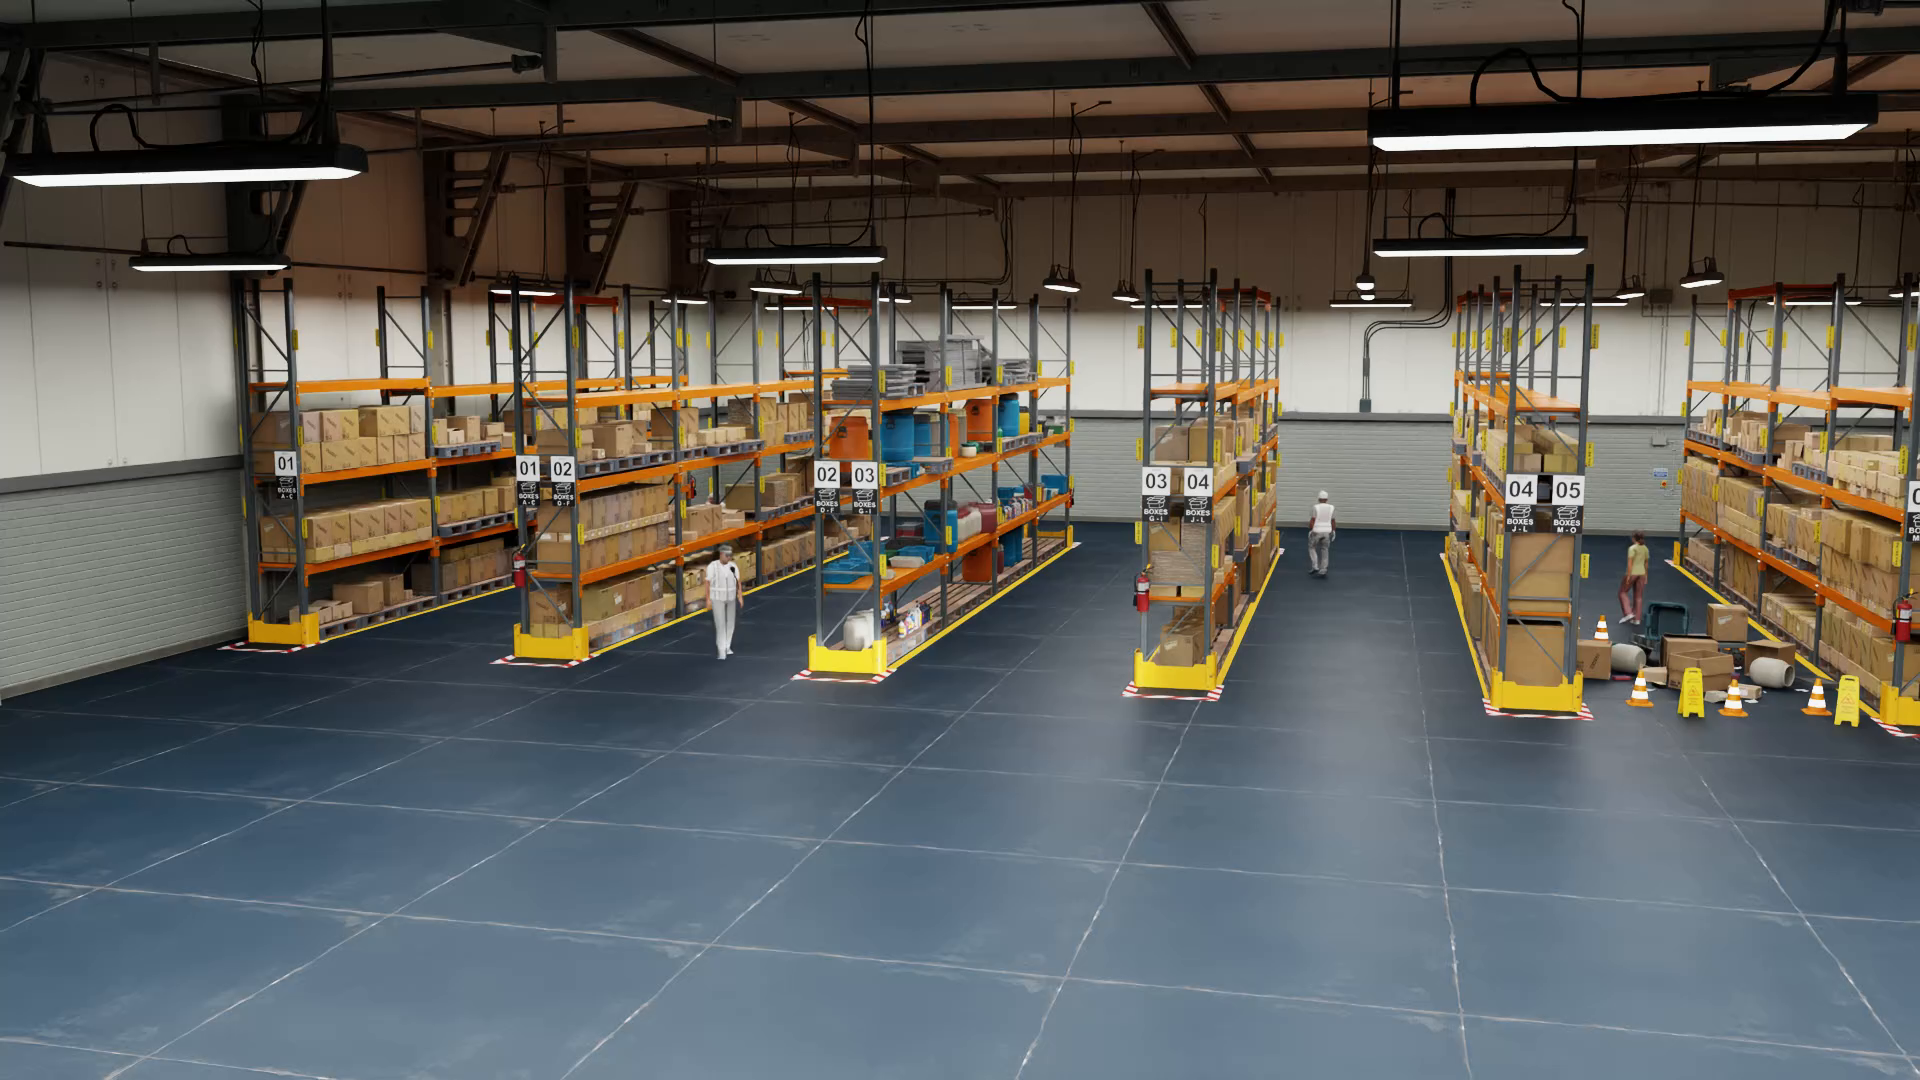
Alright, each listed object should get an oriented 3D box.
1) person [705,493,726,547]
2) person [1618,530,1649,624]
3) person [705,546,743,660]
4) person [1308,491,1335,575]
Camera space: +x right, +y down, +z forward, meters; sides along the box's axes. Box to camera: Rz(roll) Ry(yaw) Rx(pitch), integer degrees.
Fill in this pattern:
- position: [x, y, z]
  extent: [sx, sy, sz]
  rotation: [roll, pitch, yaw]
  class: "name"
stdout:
- position: [-5.571, -0.323, 37.947]
  extent: [0.571, 1.573, 0.746]
  rotation: [3, 7, 23]
  class: "person"
- position: [11.935, 0.659, 29.382]
  extent: [0.467, 1.681, 0.429]
  rotation: [-1, 7, -7]
  class: "person"
- position: [-3.715, 1.004, 26.428]
  extent: [0.562, 1.805, 0.602]
  rotation: [-4, 8, -31]
  class: "person"
- position: [7.755, -0.149, 35.673]
  extent: [0.600, 1.803, 0.400]
  rotation: [-1, 7, -10]
  class: "person"
